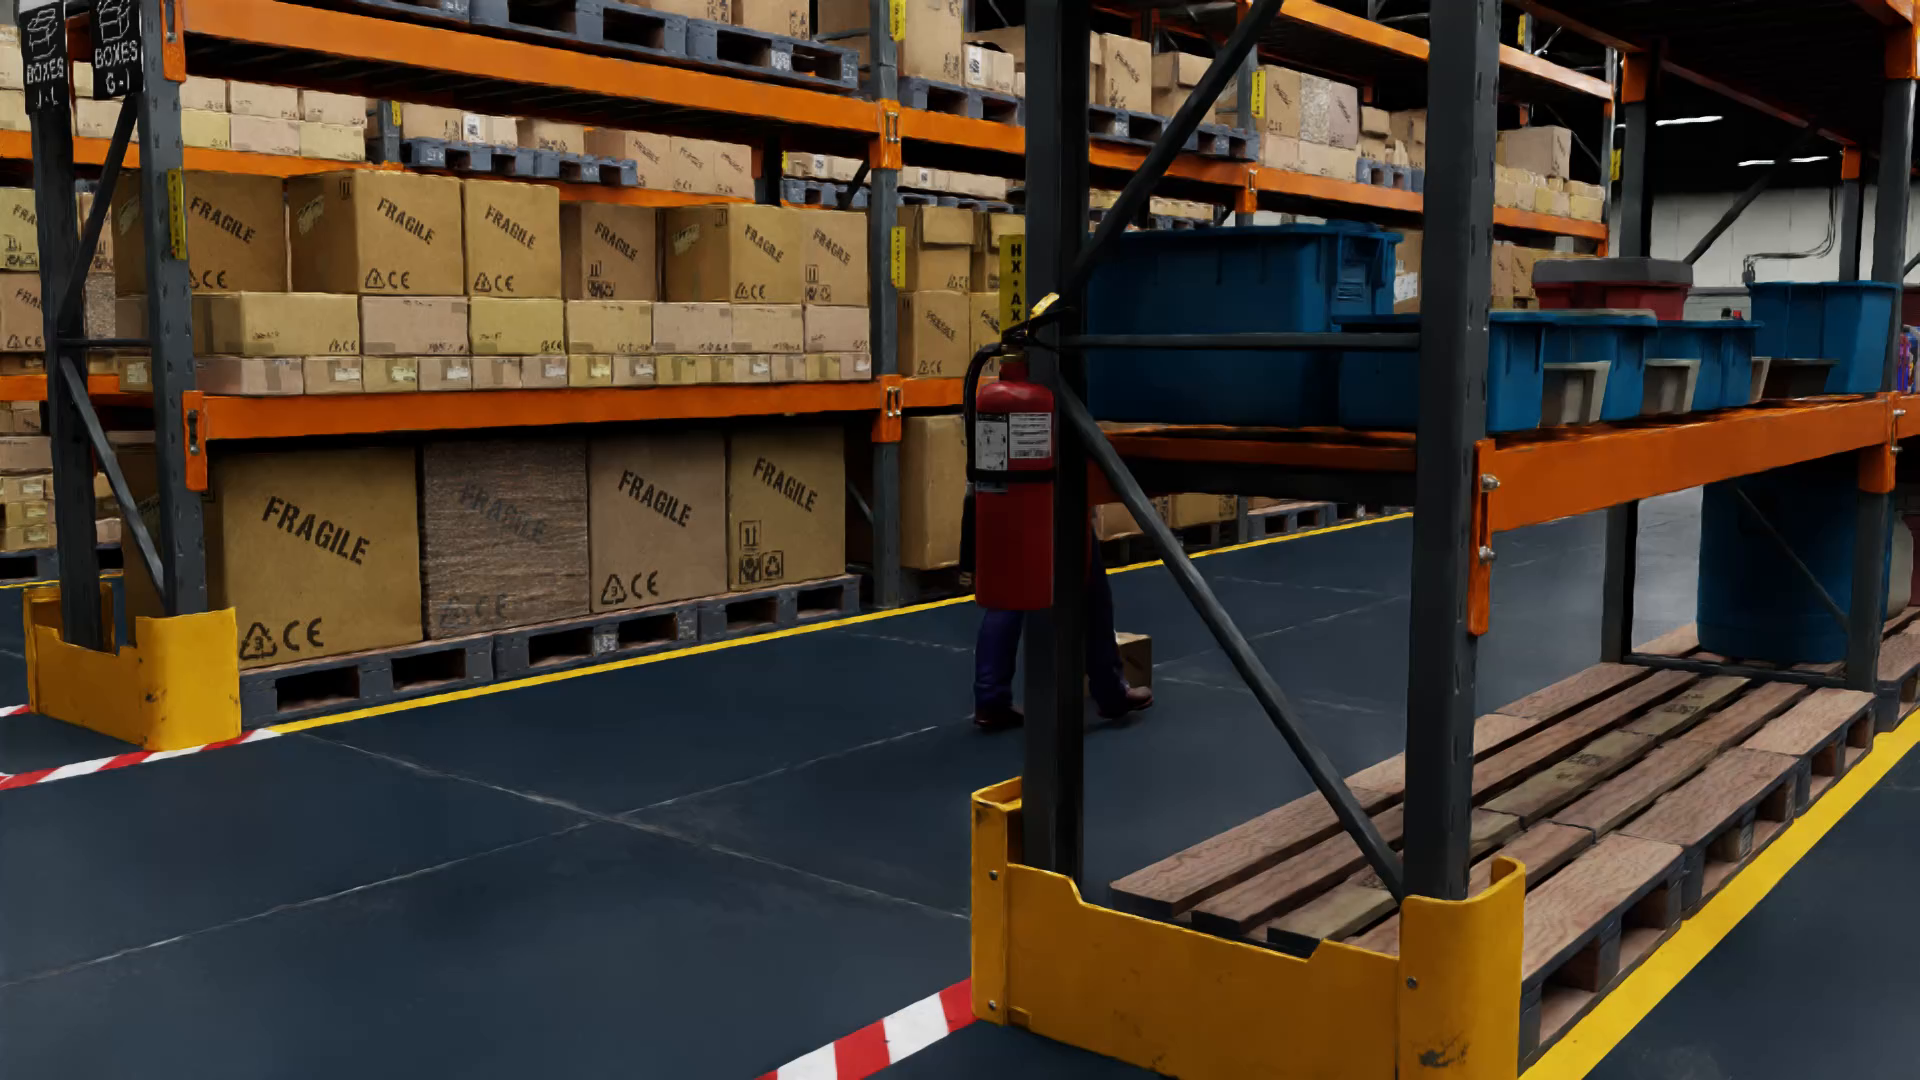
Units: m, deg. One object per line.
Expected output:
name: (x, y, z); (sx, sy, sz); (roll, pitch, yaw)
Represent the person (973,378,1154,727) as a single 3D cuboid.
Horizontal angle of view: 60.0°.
person: (0.385, -0.094, 6.564); (0.745, 1.634, 0.478); (-6, 9, -44)
